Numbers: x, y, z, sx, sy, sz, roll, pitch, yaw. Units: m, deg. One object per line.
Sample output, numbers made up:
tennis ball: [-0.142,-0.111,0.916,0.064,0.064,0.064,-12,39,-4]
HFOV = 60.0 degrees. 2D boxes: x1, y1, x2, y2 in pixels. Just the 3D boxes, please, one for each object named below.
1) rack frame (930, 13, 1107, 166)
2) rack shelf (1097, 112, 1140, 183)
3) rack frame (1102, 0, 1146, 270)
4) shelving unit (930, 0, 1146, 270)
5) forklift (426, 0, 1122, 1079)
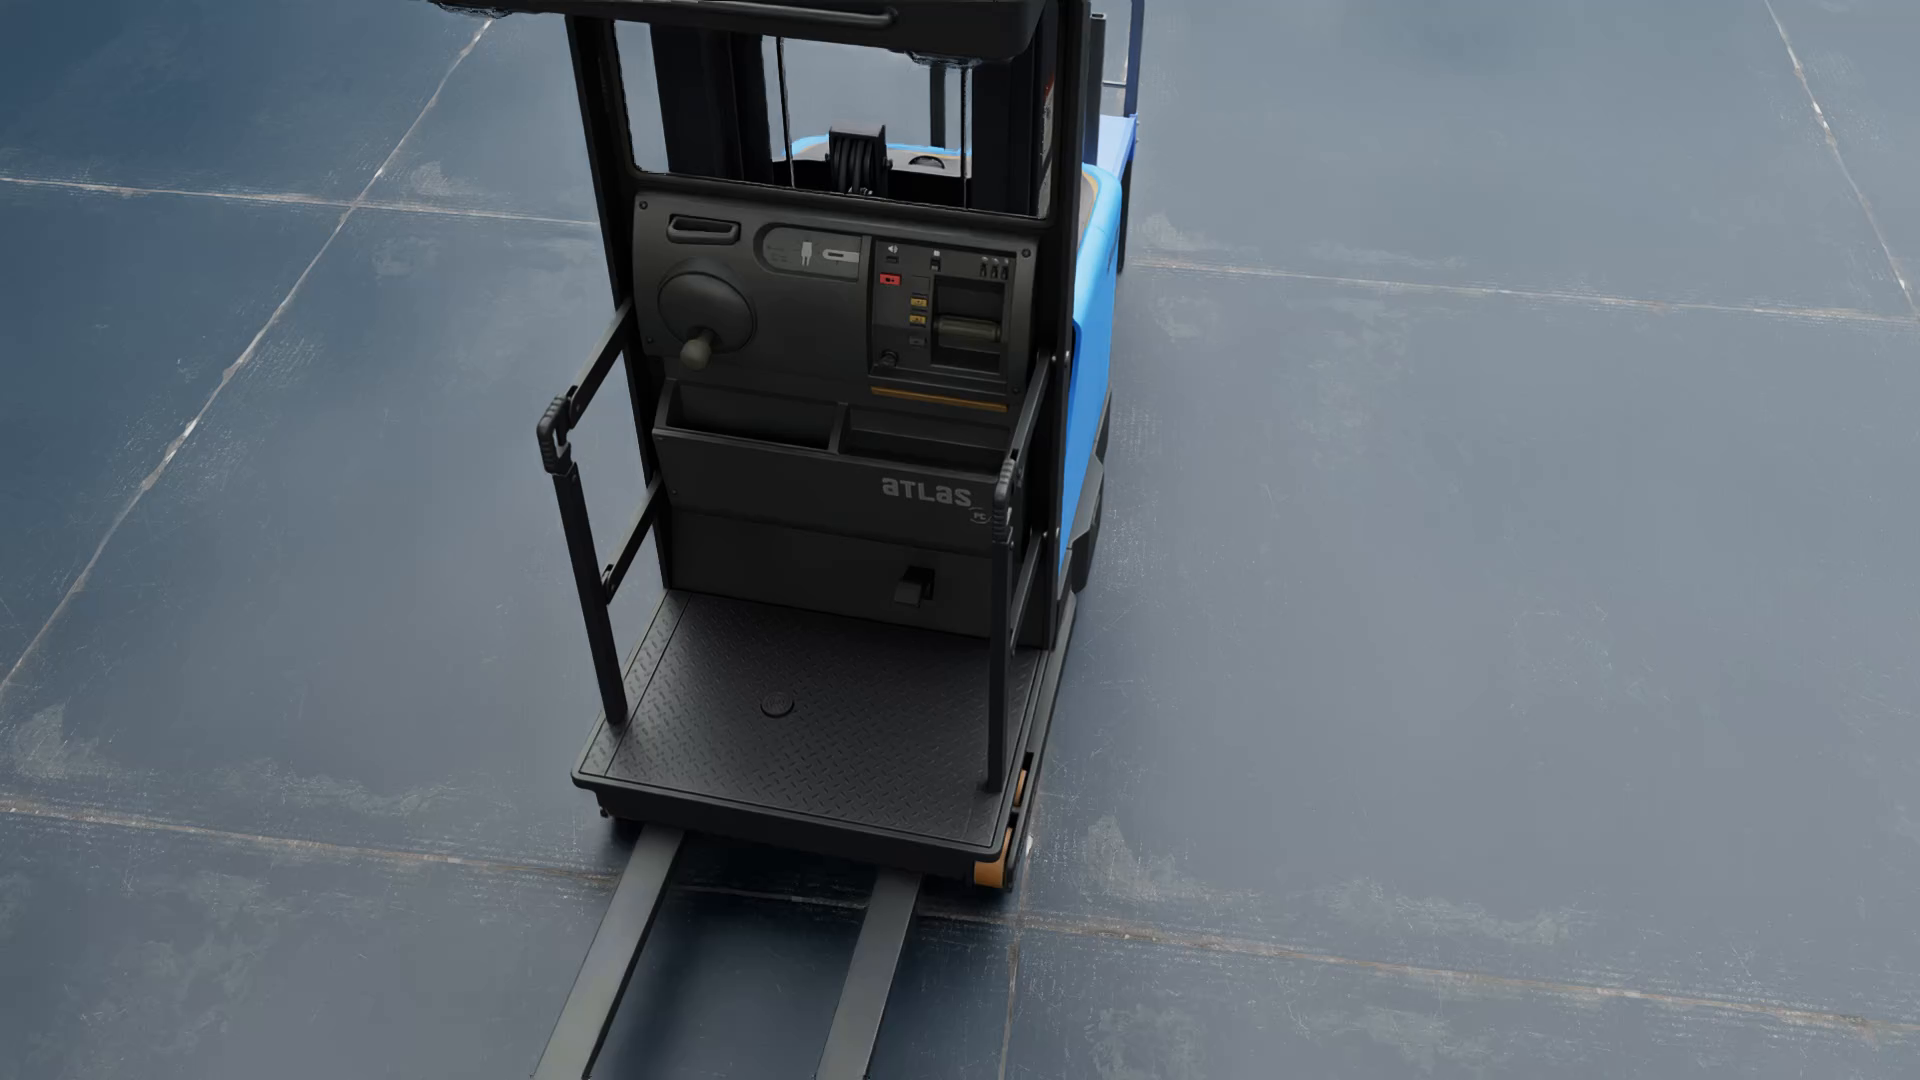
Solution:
rack frame: [0.160,-0.940,5.152,0.500,1.500,0.032,9,44,9]
rack shelf: [0.271,-1.150,5.636,0.538,0.185,1.000,9,44,9]
rack frame: [0.381,-1.622,5.872,0.500,1.500,0.032,9,44,9]
shelving unit: [0.271,-1.281,5.512,0.538,1.500,1.048,9,44,9]
forklift: [-0.336,-0.457,3.600,1.130,2.935,3.031,9,44,9]
